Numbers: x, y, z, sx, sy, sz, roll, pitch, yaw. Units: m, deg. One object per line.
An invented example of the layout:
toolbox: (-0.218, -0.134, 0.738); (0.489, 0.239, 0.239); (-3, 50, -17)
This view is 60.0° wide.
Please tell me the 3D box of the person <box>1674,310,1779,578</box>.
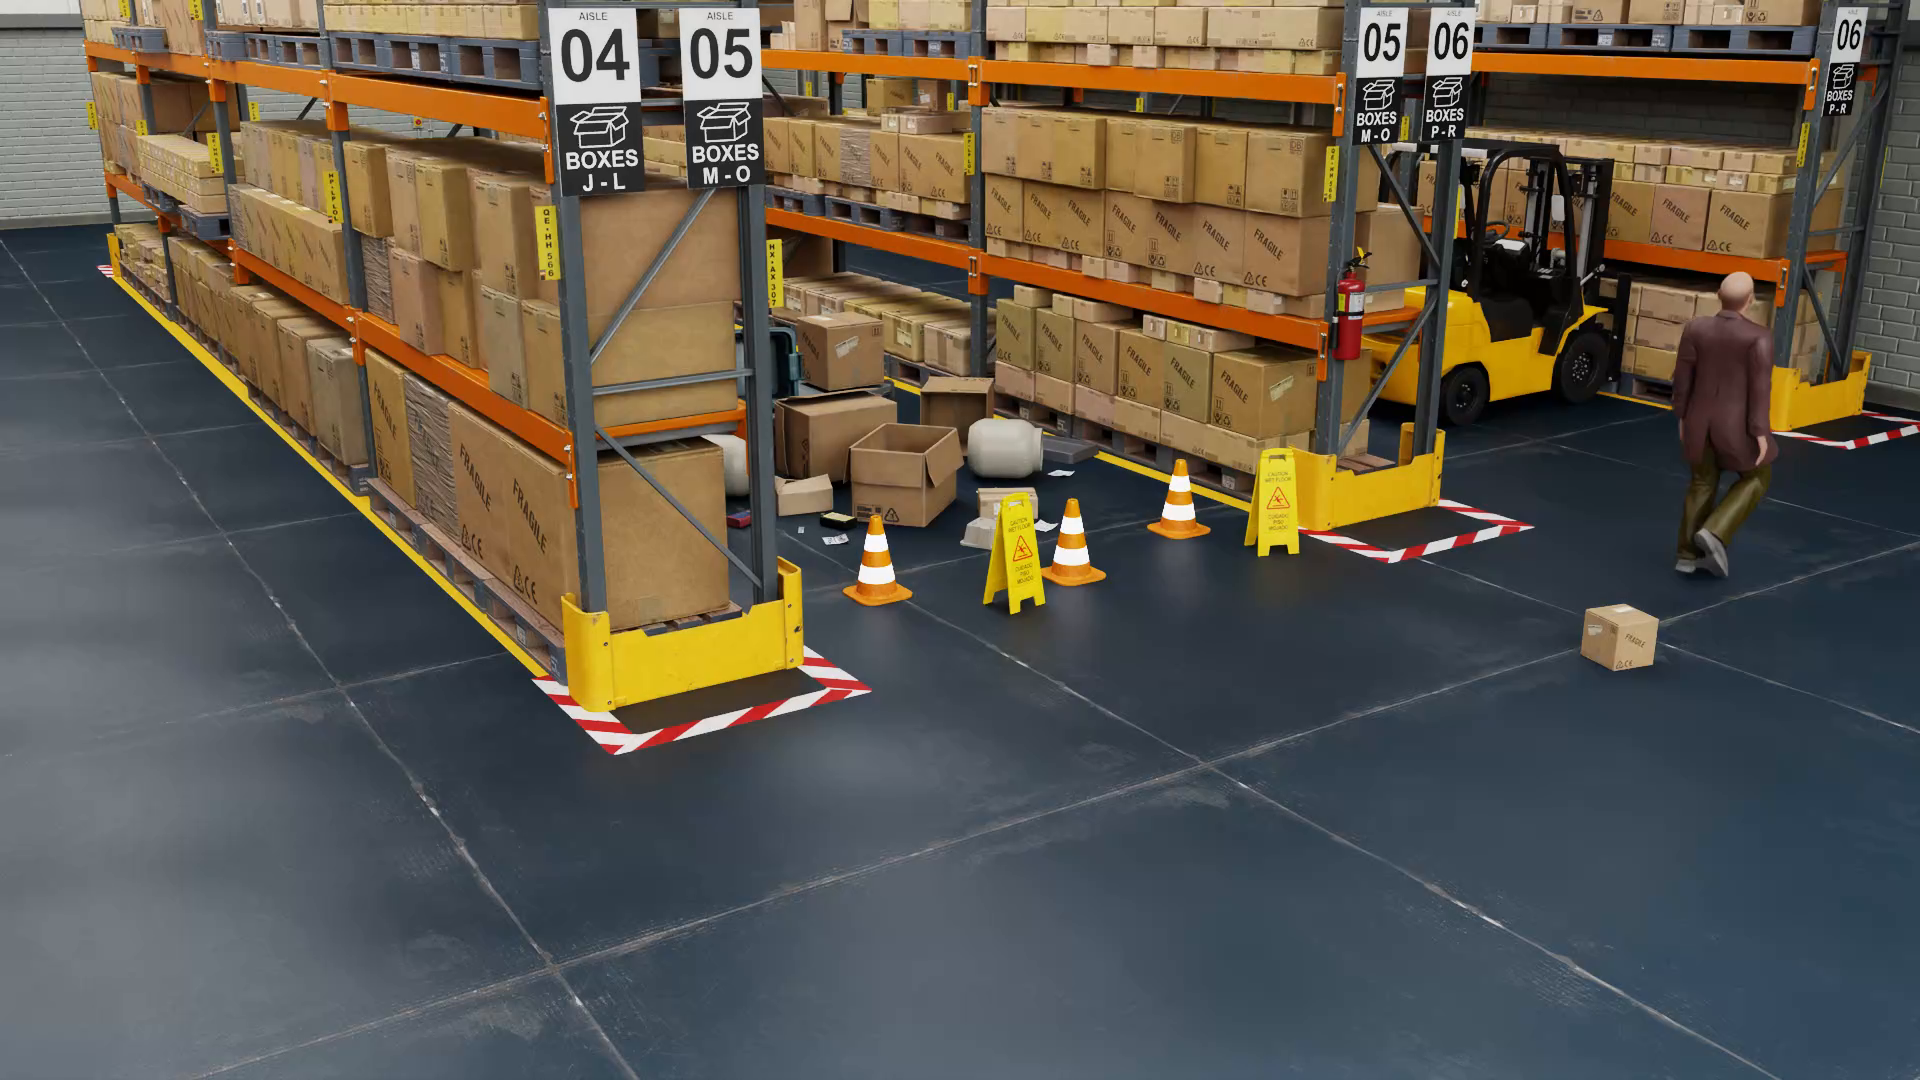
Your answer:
person: (4.407, -0.564, 9.605); (0.509, 1.570, 0.606); (-14, 22, -37)
